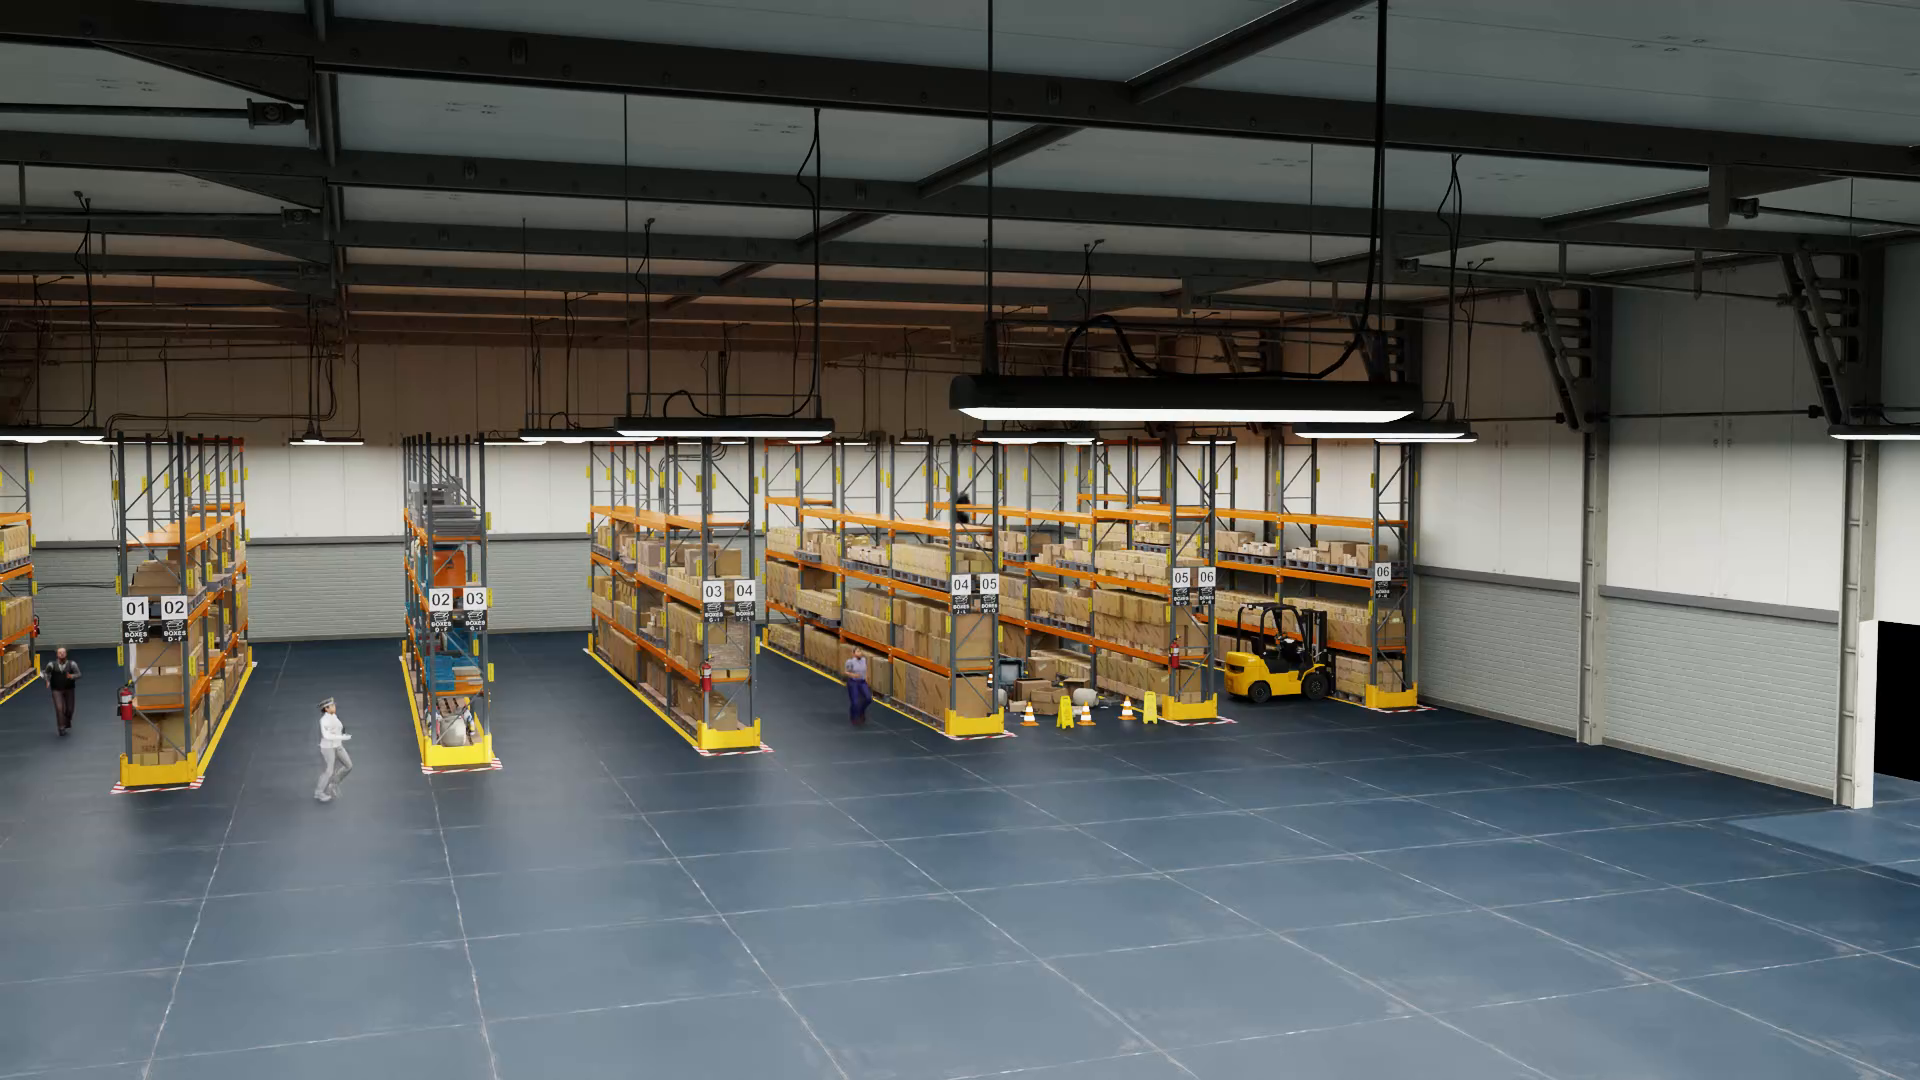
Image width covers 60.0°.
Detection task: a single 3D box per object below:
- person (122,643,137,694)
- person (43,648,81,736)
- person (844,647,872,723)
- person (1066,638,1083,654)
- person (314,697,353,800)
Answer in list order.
[{"bbox_3d":[-18.487,2.791,37.406,0.711,1.735,0.636,-1,3,-23],"label":"person"},{"bbox_3d":[-17.912,3.008,33.200,0.663,1.699,0.958,-2,4,-33],"label":"person"},{"bbox_3d":[-2.115,3.002,34.395,0.599,1.602,0.645,-2,4,-30],"label":"person"},{"bbox_3d":[3.132,2.361,44.895,0.669,1.734,0.618,-1,3,-19],"label":"person"},{"bbox_3d":[-10.150,3.382,26.982,0.653,1.686,0.622,0,3,7],"label":"person"}]
